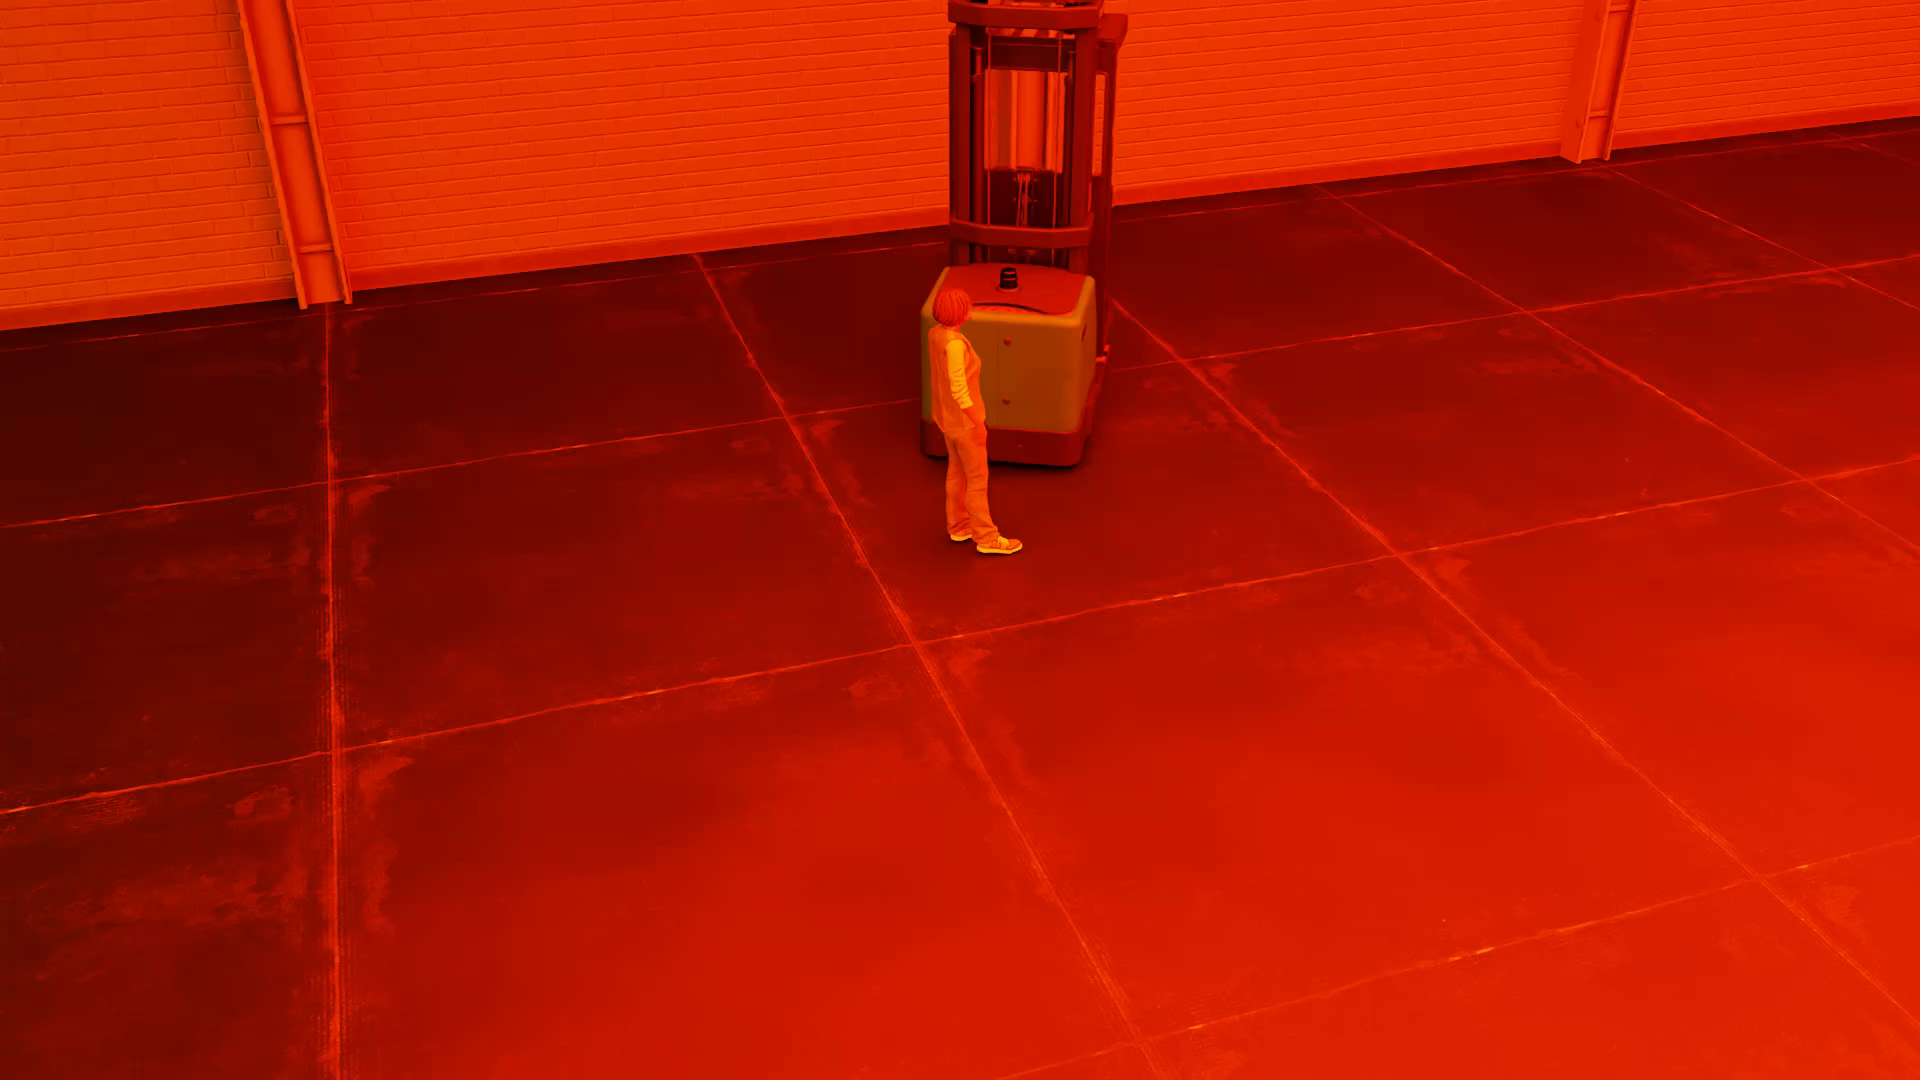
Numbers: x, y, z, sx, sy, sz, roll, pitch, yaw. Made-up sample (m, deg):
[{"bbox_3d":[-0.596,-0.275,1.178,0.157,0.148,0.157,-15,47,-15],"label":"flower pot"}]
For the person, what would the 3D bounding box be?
[{"bbox_3d":[0.075,-0.704,9.632,0.474,1.598,0.519,-10,31,-16],"label":"person"}]

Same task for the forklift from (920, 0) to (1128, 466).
[{"bbox_3d":[0.514,-2.463,11.367,1.130,2.935,3.031,5,30,9],"label":"forklift"}]
